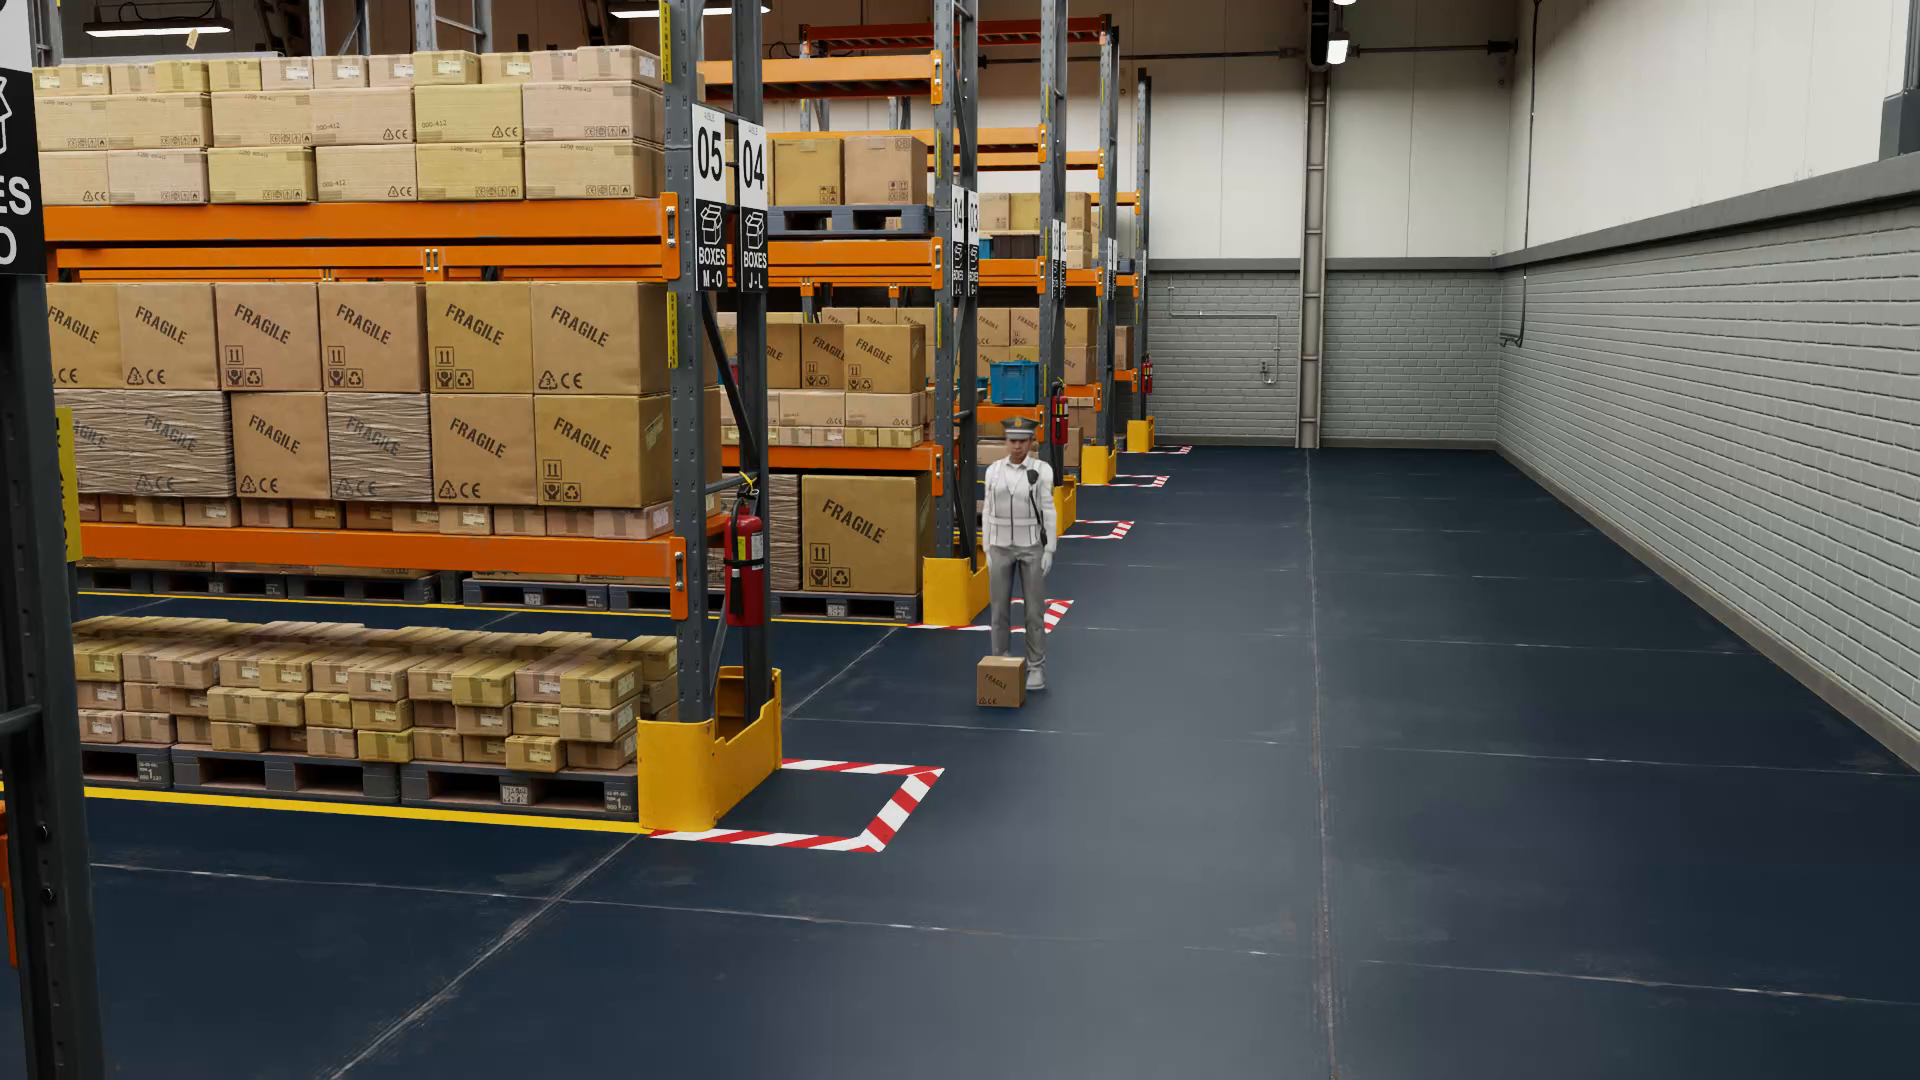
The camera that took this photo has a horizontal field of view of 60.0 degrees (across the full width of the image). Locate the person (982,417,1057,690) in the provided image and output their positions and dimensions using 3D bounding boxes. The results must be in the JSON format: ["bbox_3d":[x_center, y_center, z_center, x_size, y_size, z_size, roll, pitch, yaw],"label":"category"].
[{"bbox_3d":[0.358,0.075,10.242,0.468,1.678,0.329,2,8,13],"label":"person"}]
